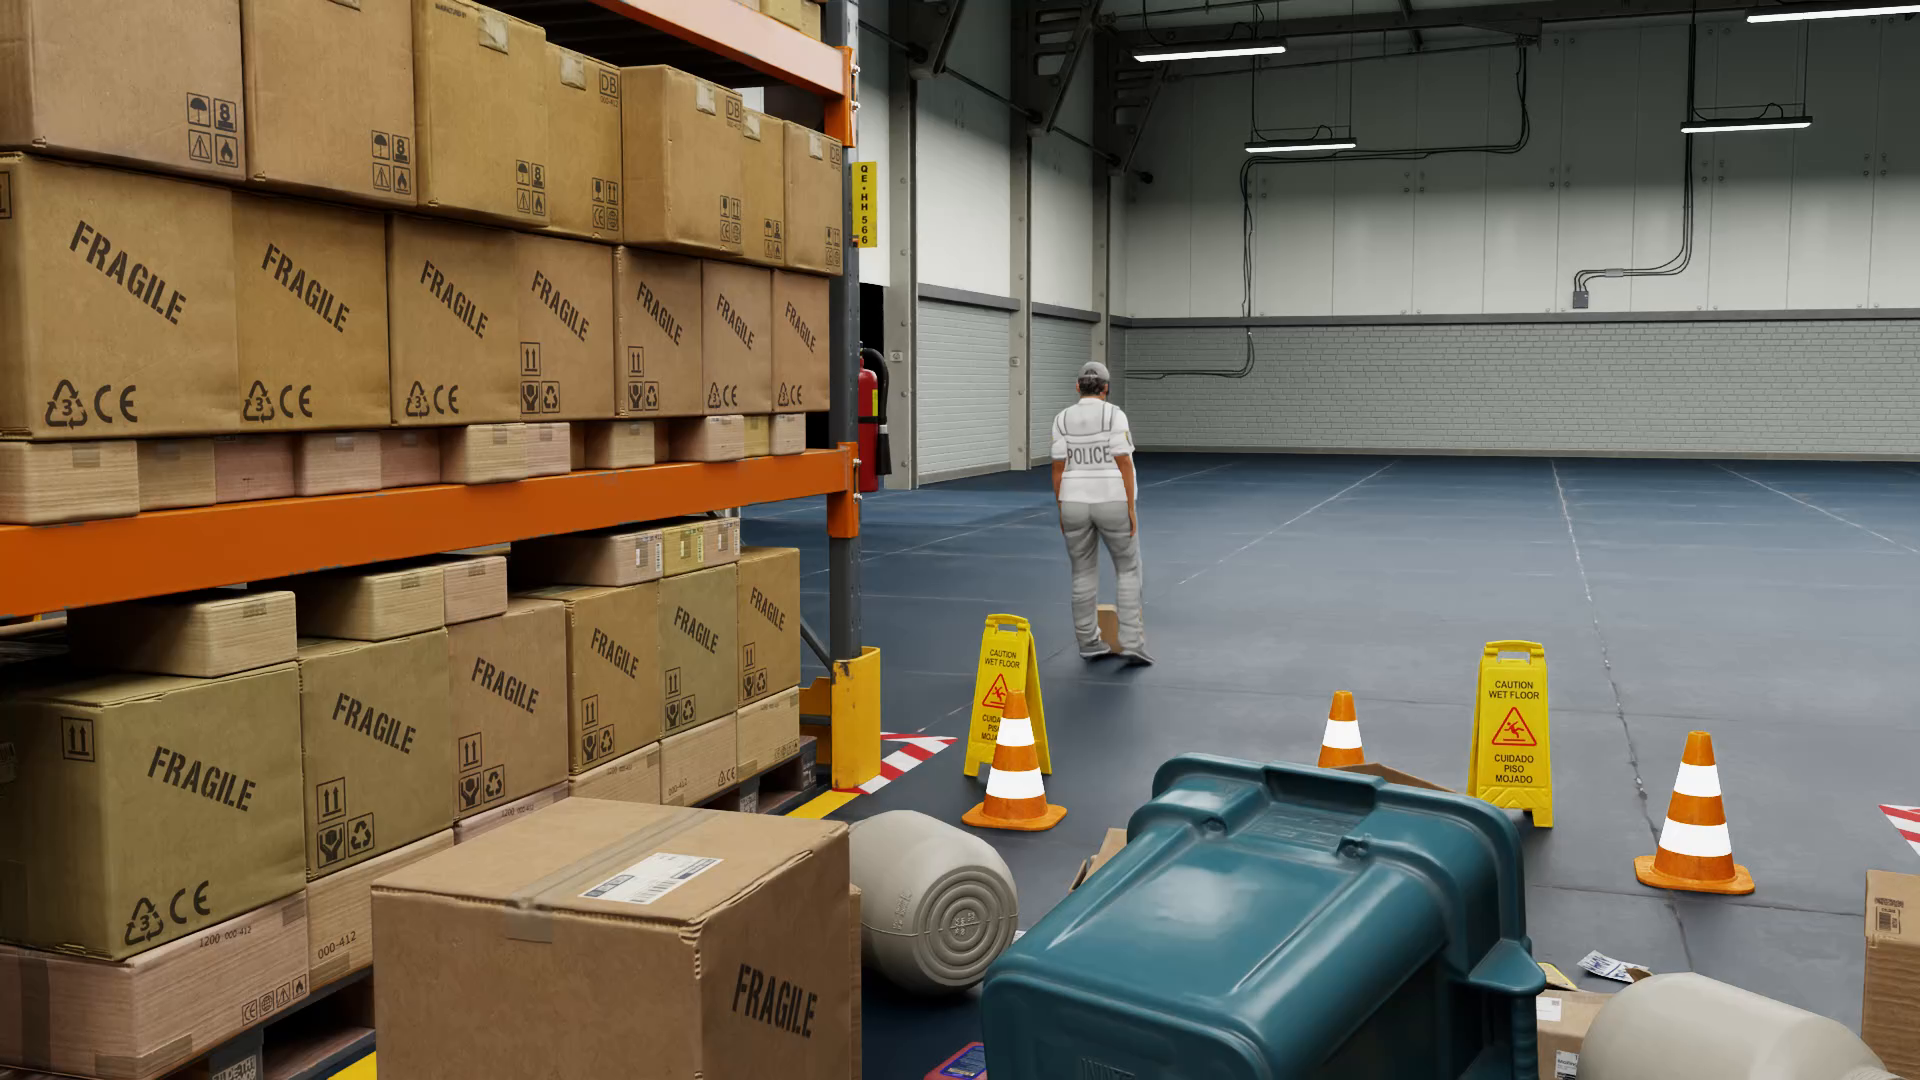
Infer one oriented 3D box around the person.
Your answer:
[{"bbox_3d":[0.799,-0.133,9.257,0.561,1.706,0.476,2,6,24],"label":"person"}]
